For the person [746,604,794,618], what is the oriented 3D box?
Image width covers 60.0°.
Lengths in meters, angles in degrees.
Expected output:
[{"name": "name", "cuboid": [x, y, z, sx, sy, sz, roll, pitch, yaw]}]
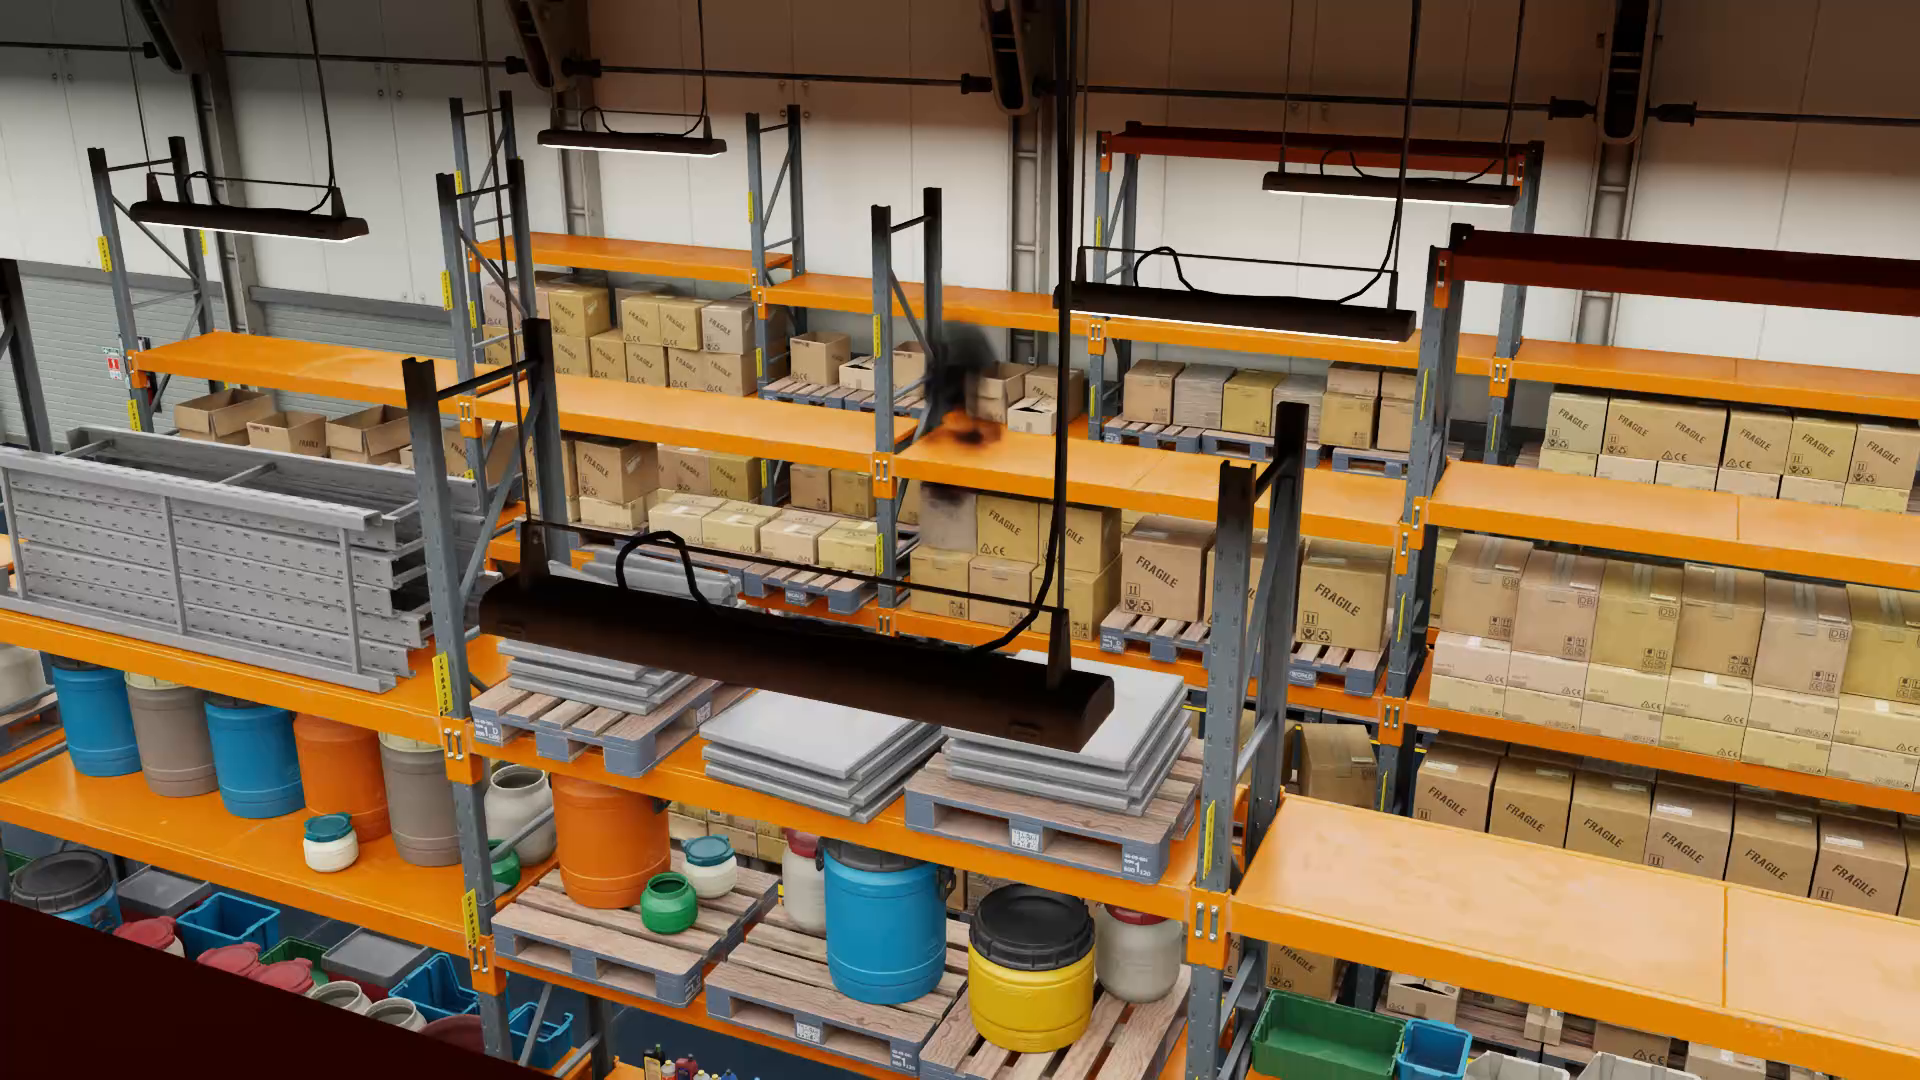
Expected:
[{"name": "person", "cuboid": [-2.027, 1.027, 17.437, 0.841, 1.786, 0.694, 4, 21, 10]}]
